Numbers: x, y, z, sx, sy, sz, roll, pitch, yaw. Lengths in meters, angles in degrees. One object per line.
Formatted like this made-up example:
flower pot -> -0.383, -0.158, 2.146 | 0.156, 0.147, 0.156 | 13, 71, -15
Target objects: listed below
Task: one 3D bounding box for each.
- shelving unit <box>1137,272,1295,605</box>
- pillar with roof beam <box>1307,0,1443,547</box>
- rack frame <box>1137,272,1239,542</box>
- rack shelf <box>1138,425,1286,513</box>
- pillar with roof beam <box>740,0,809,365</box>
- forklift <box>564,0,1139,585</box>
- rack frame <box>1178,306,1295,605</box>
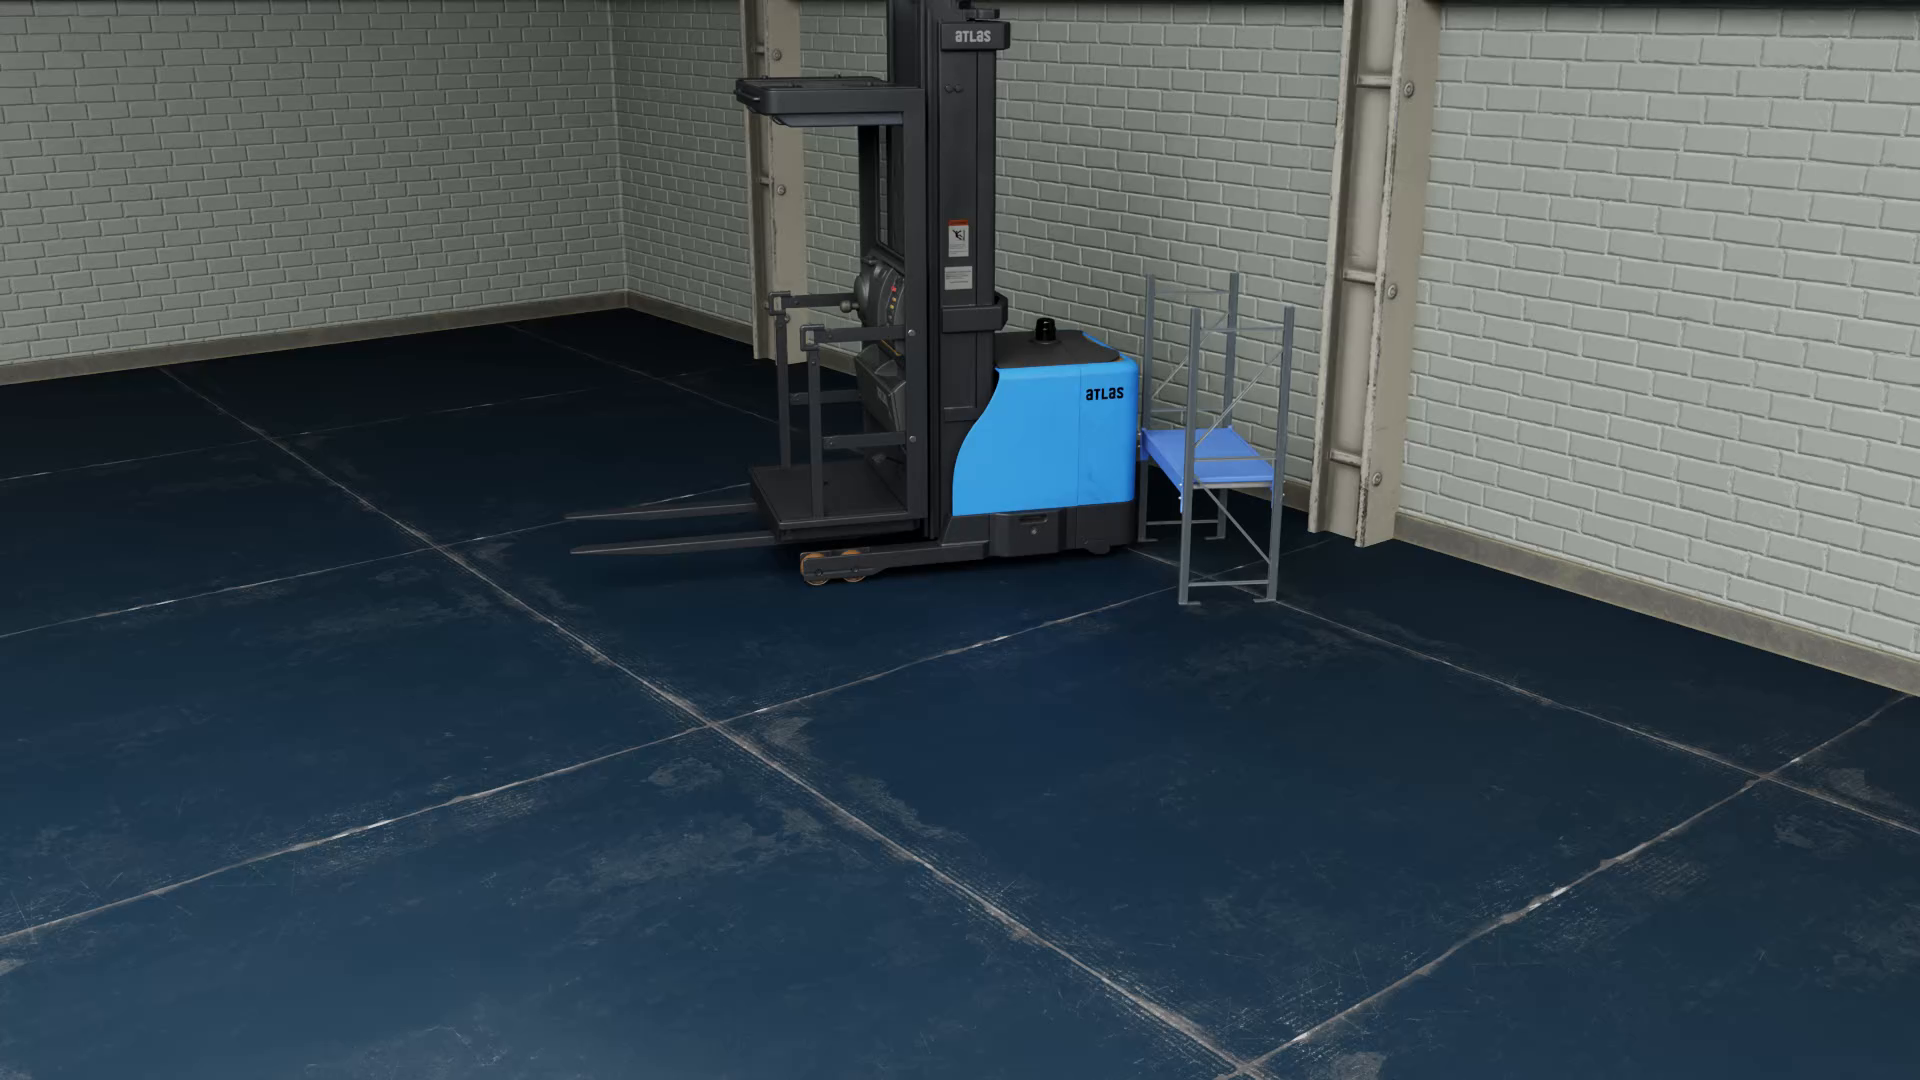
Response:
shelving unit -> 1.298, -0.555, 8.652 | 0.538, 1.500, 1.048 | -2, 18, -6
pillar with roof beam -> -1.144, -3.468, 5.520 | 9.100, 9.000, 0.400 | -14, 23, -36
rack frame -> 1.246, -0.714, 9.132 | 0.500, 1.500, 0.032 | -2, 18, -6
rack shelf -> 1.298, -0.384, 8.709 | 0.538, 0.185, 1.000 | -2, 18, -6
pillar with roof beam -> -4.870, -4.946, 9.984 | 9.100, 9.000, 0.400 | -14, 23, -36
forklift -> -0.608, -1.339, 8.745 | 3.031, 2.935, 1.130 | -5, 19, -14
rack frame -> 1.351, -0.396, 8.172 | 0.500, 1.500, 0.032 | -2, 18, -6
